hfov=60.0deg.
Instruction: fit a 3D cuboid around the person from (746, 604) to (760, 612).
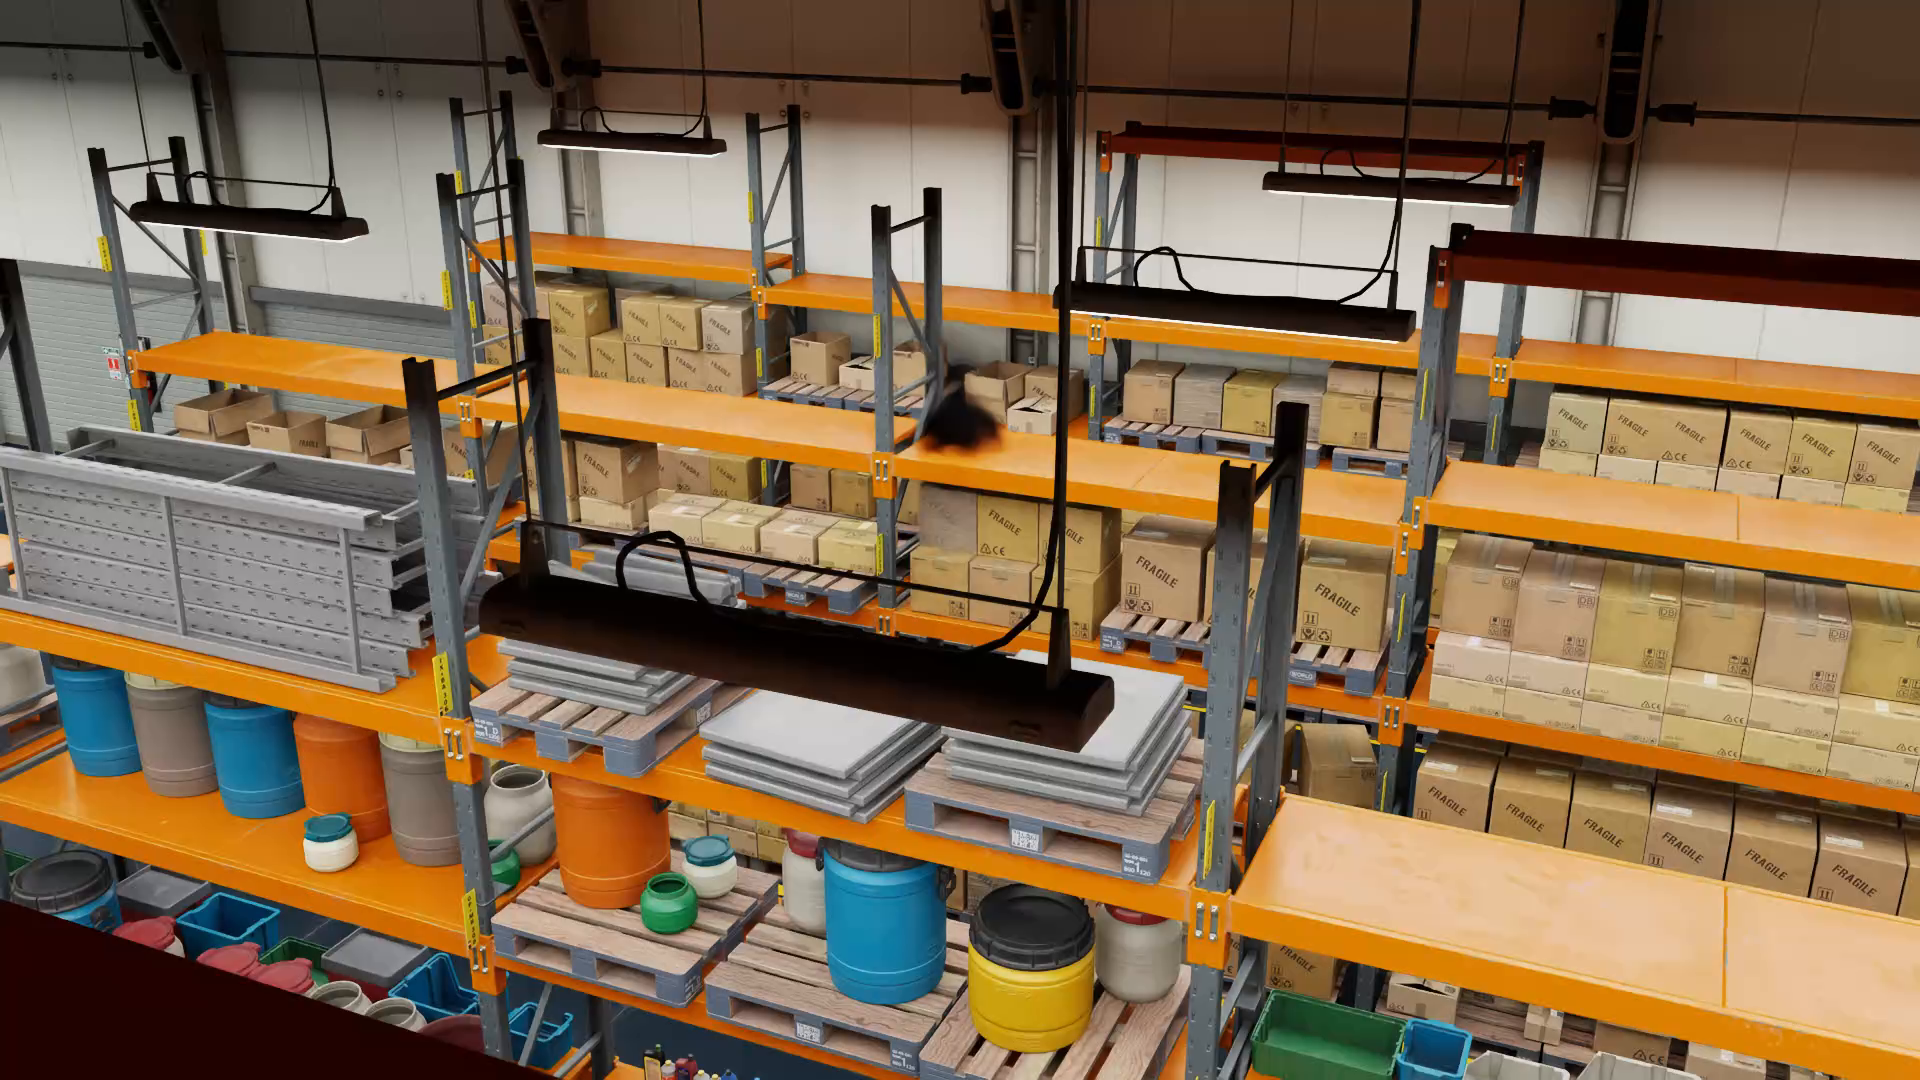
[{"bbox_3d":[-1.993,1.361,16.744,0.622,1.663,0.761,-12,24,-29],"label":"person"}]
